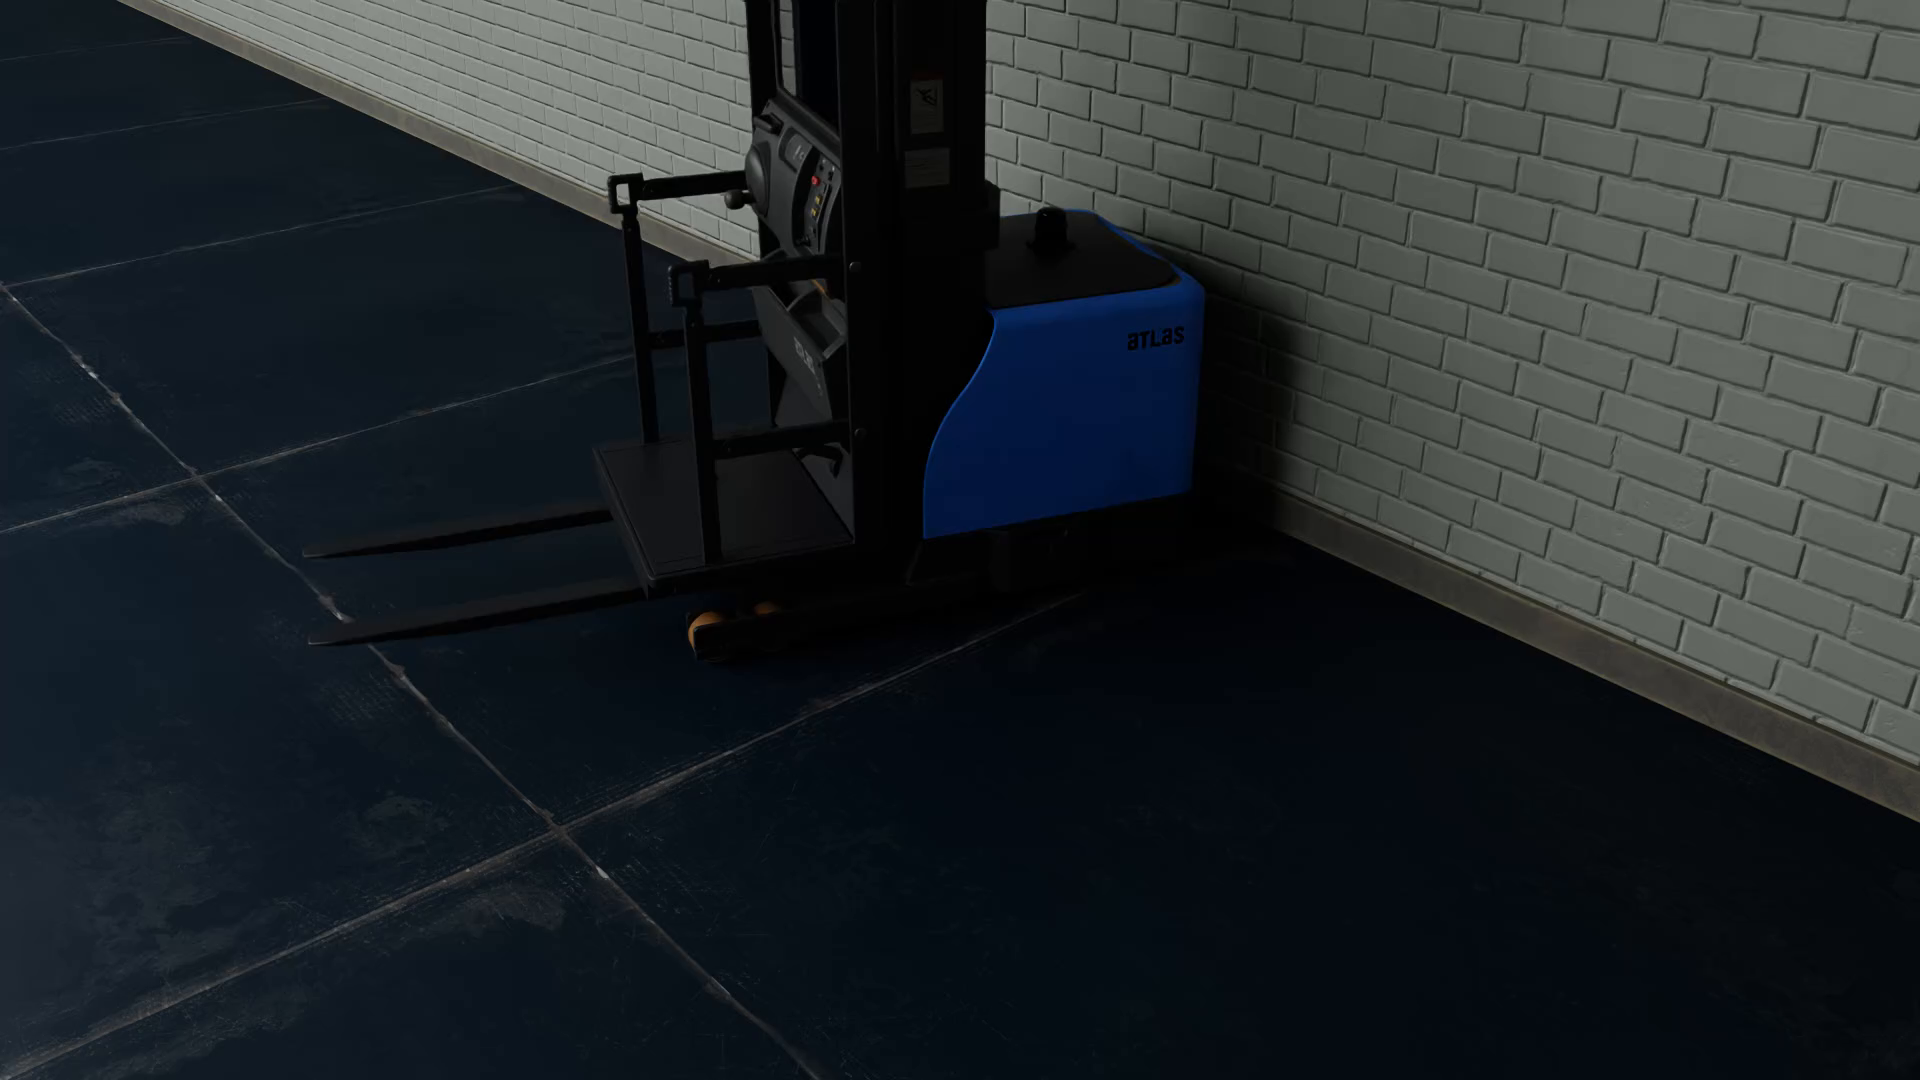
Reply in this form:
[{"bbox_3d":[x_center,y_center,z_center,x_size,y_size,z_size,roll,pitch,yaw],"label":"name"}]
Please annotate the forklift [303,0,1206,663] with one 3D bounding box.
[{"bbox_3d":[-0.725,-1.169,5.328,3.031,2.935,1.130,-10,30,-18],"label":"forklift"}]
